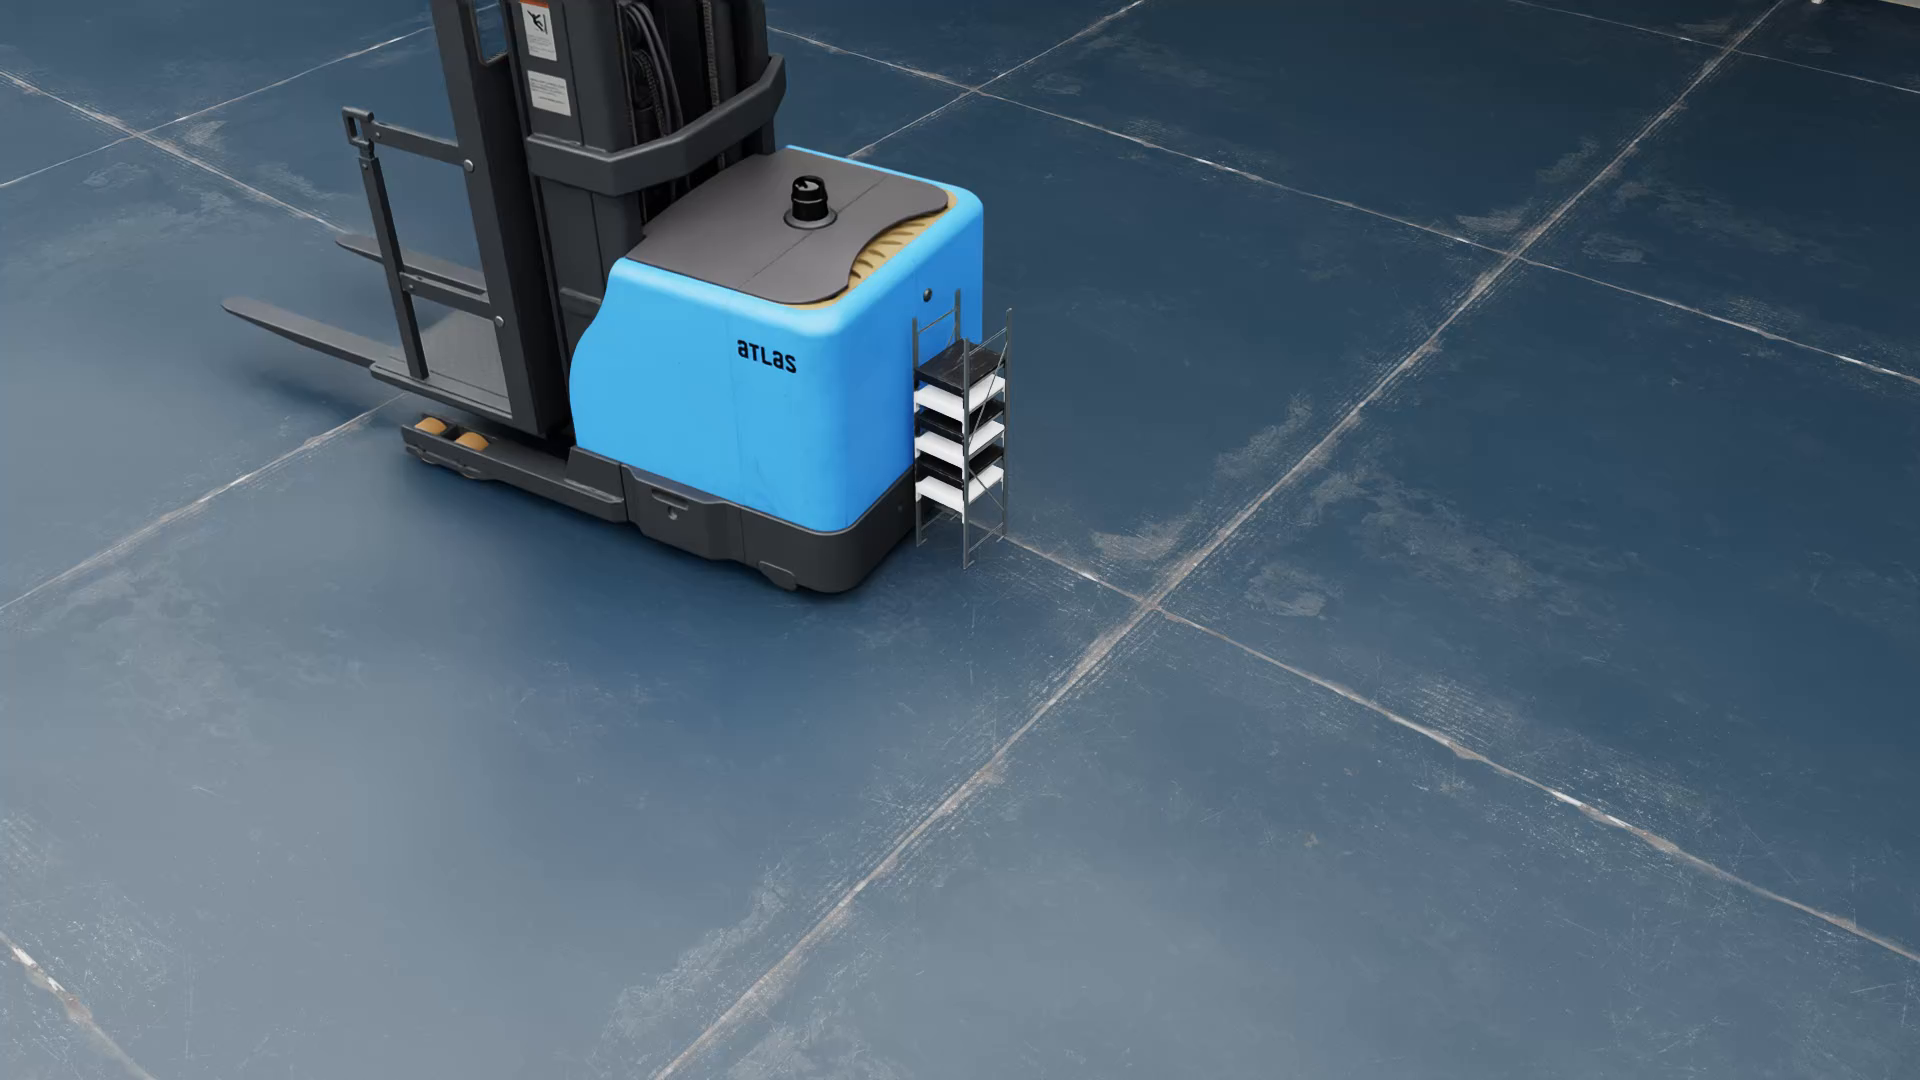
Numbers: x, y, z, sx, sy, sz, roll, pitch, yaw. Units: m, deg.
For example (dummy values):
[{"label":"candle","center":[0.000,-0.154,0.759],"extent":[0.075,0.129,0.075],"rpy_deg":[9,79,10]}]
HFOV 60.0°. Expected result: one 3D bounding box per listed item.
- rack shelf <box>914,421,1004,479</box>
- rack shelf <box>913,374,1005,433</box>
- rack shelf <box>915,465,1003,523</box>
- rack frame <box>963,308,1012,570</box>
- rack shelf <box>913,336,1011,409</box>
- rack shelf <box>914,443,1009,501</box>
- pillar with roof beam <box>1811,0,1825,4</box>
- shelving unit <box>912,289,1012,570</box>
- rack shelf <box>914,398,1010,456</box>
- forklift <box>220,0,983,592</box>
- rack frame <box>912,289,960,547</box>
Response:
[{"label":"rack shelf","center":[0.006,-0.325,5.489],"extent":[0.200,0.077,0.258],"rpy_deg":[25,45,29]},{"label":"rack shelf","center":[0.006,-0.467,5.378],"extent":[0.200,0.077,0.258],"rpy_deg":[25,45,29]},{"label":"rack shelf","center":[0.006,-0.183,5.600],"extent":[0.200,0.077,0.258],"rpy_deg":[25,45,29]},{"label":"rack frame","center":[0.087,-0.313,5.420],"extent":[0.006,0.900,0.240],"rpy_deg":[25,45,29]},{"label":"rack shelf","center":[0.006,-0.538,5.323],"extent":[0.200,0.077,0.258],"rpy_deg":[25,45,29]},{"label":"rack shelf","center":[0.006,-0.254,5.545],"extent":[0.200,0.077,0.258],"rpy_deg":[25,45,29]},{"label":"pillar with roof beam","center":[2.383,-4.737,4.500],"extent":[0.400,9.000,9.100],"rpy_deg":[25,45,29]},{"label":"shelving unit","center":[0.006,-0.351,5.469],"extent":[0.210,0.900,0.258],"rpy_deg":[25,45,29]},{"label":"rack shelf","center":[0.006,-0.396,5.434],"extent":[0.200,0.077,0.258],"rpy_deg":[25,45,29]},{"label":"forklift","center":[-1.447,-1.639,5.466],"extent":[3.031,2.935,1.130],"rpy_deg":[19,42,23]},{"label":"rack frame","center":[-0.074,-0.389,5.517],"extent":[0.006,0.900,0.240],"rpy_deg":[25,45,29]}]
